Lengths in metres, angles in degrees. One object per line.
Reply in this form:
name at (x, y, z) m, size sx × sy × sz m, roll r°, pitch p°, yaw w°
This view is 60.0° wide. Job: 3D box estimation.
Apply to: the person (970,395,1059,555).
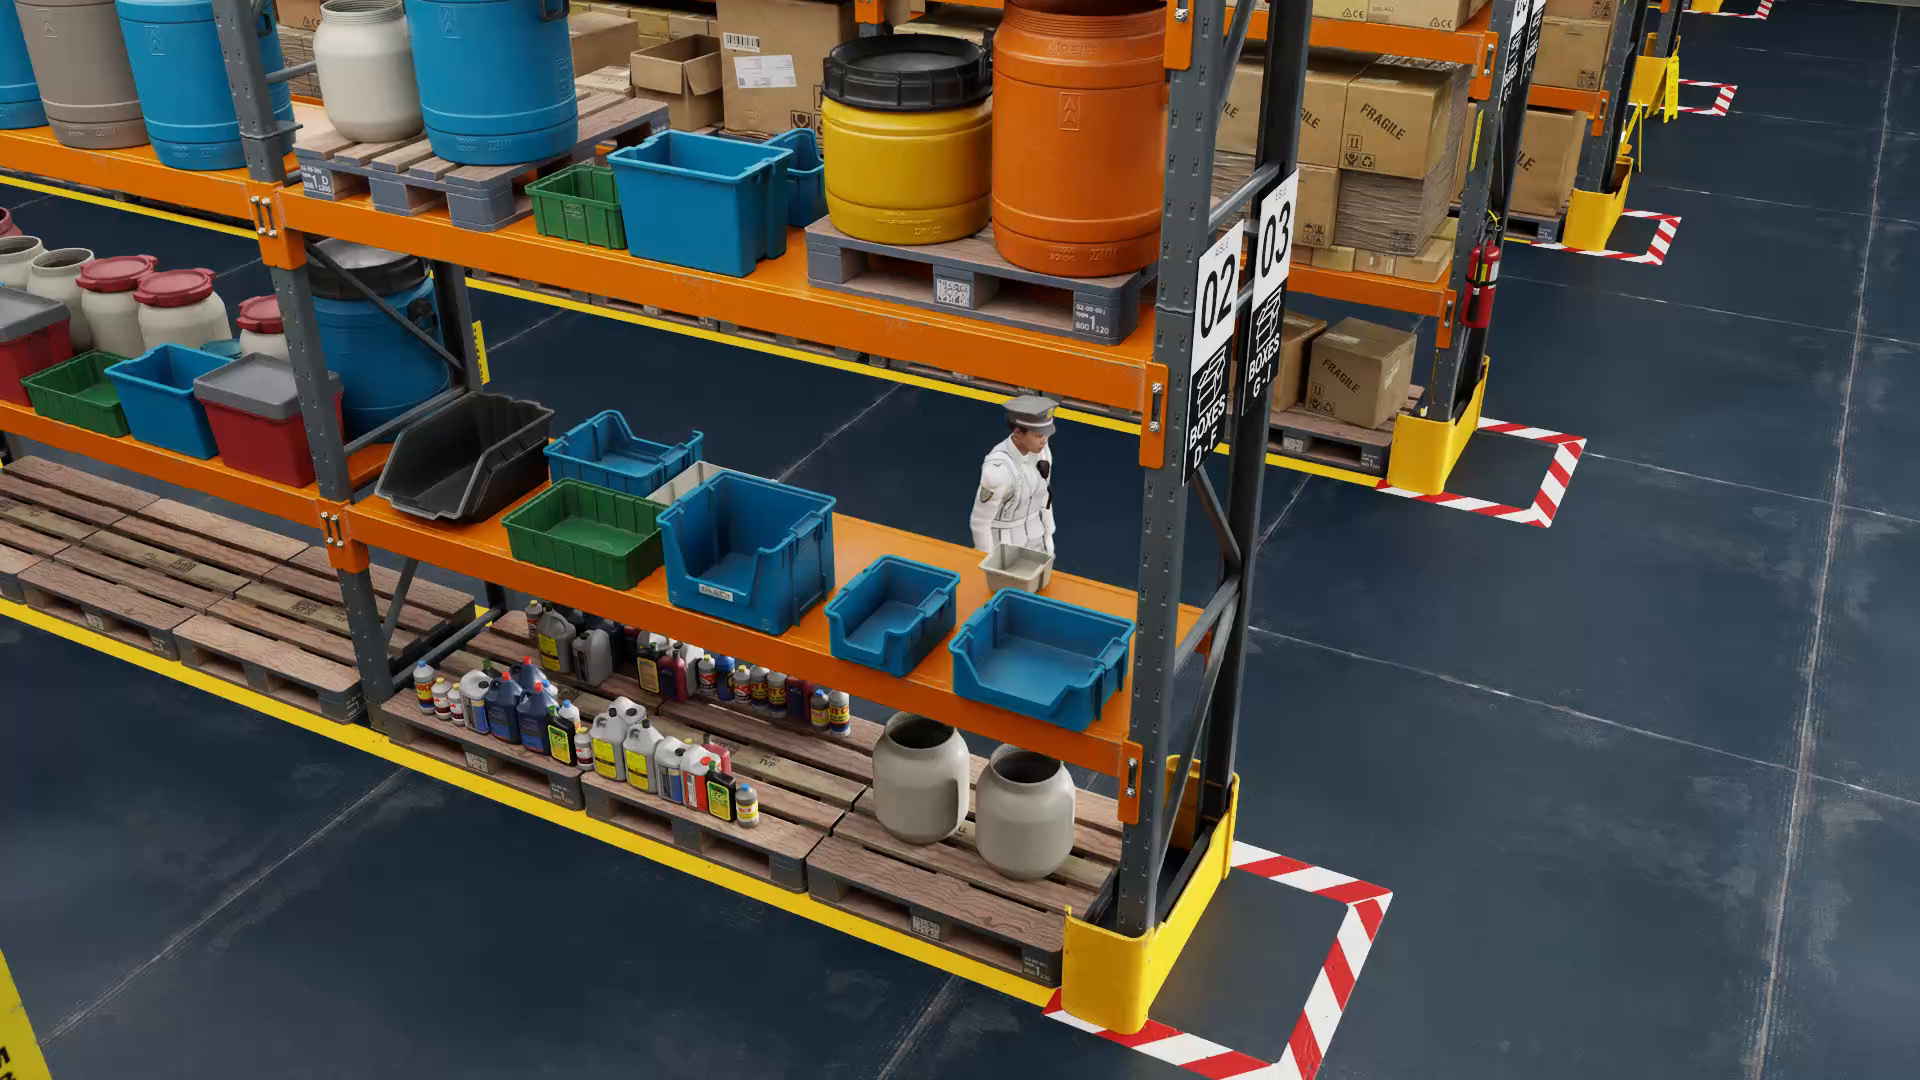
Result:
person at (0.287, 0.057, 8.183) m, size 0.414 × 1.663 × 0.532 m, roll 25°, pitch 39°, yaw 36°
